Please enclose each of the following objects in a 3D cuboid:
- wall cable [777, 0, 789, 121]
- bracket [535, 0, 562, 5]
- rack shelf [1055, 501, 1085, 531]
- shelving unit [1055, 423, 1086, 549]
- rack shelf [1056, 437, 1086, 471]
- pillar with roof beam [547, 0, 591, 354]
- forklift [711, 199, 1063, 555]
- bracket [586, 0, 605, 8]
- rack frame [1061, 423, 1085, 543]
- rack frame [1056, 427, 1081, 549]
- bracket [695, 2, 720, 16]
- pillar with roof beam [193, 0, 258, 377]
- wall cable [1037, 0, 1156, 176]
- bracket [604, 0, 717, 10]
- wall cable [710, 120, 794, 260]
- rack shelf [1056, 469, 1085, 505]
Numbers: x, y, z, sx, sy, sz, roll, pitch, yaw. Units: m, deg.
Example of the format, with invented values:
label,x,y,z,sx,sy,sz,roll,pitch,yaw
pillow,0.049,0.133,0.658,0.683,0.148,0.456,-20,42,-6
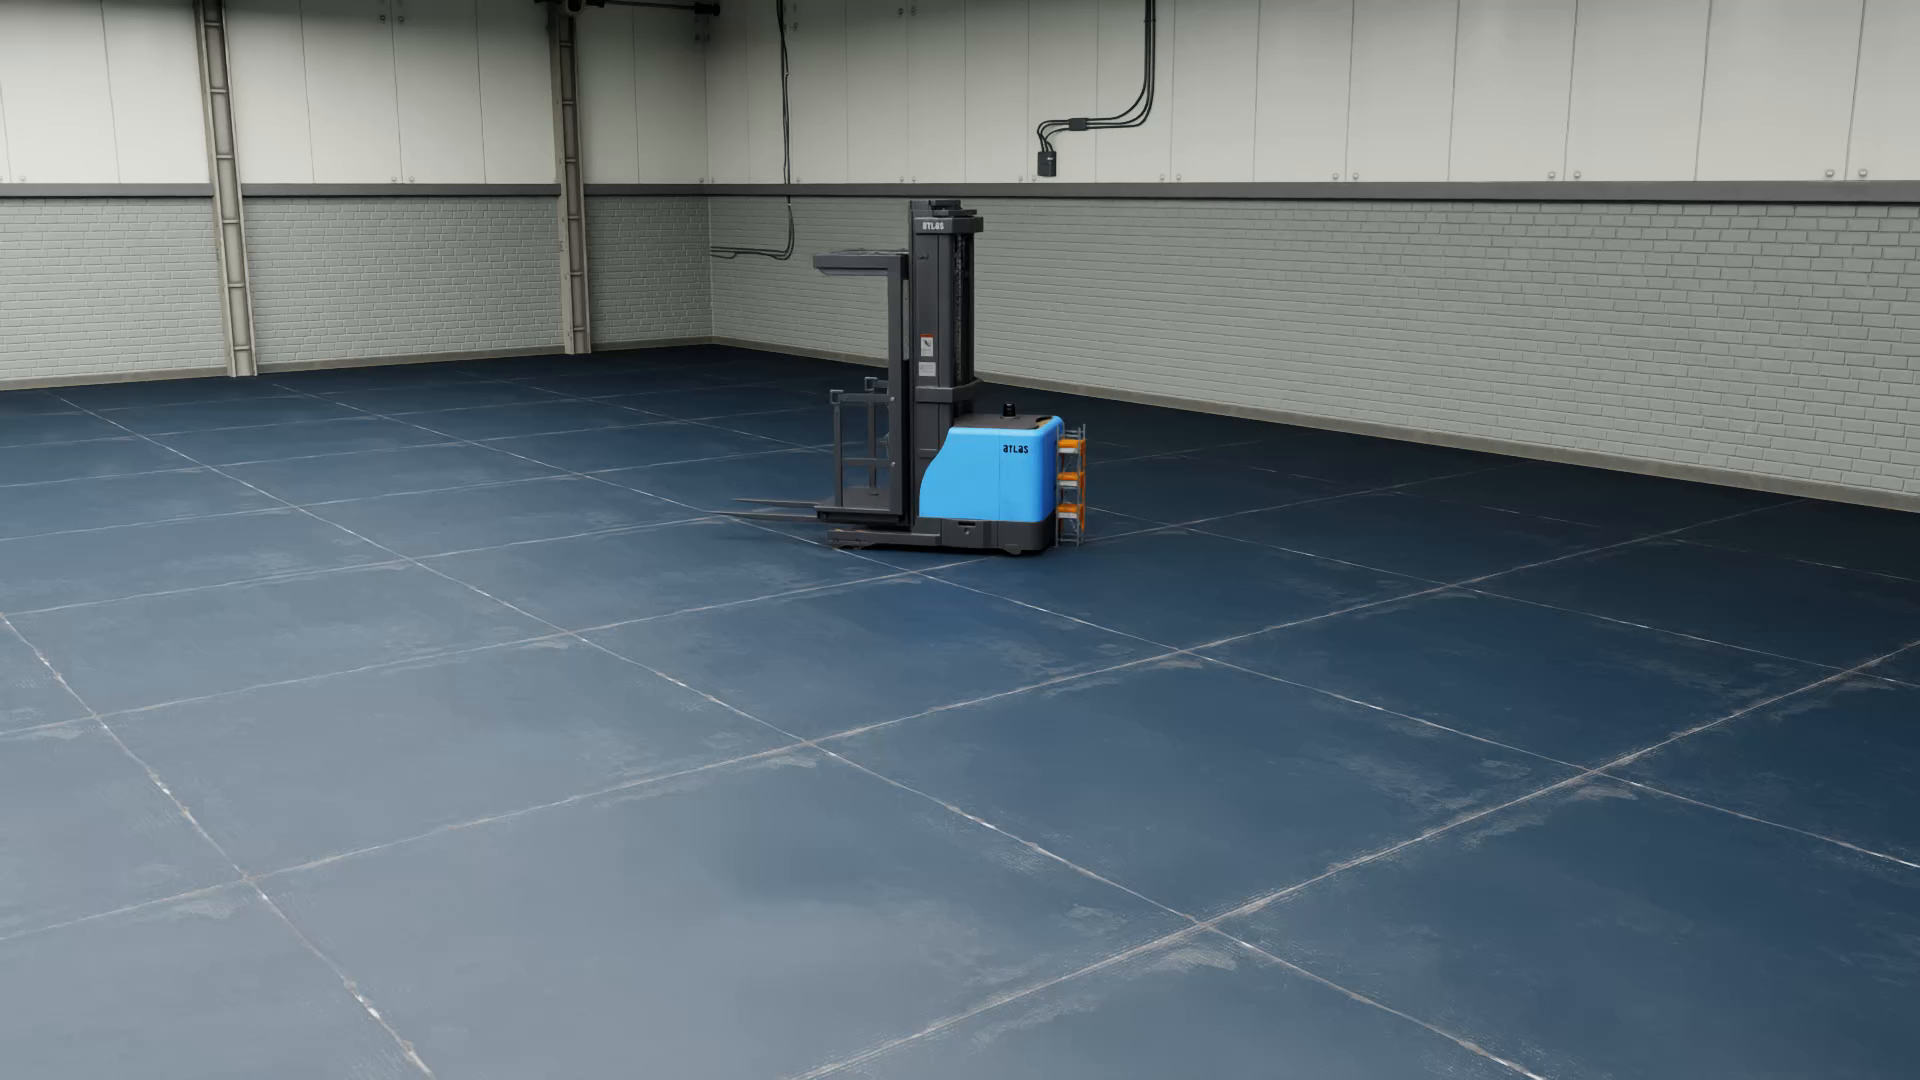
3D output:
label,x,y,z,sx,sy,sz,roll,pitch,yaw
wall cable,-2.327,-8.576,28.667,0.112,2.526,3.097,-9,15,-38
bracket,-7.246,-9.545,29.247,0.430,0.232,0.235,-9,15,-38
rack shelf,0.950,-0.186,14.366,0.215,0.259,0.240,3,12,14
shelving unit,0.951,-0.468,14.306,0.215,1.050,0.252,3,12,14
rack shelf,0.951,-0.735,14.249,0.215,0.259,0.240,3,12,14
pillar with roof beam,-4.454,-7.197,26.857,0.548,9.000,9.100,-9,15,-38
forklift,-0.660,-1.453,14.417,3.031,2.935,1.130,3,12,14
bracket,-6.598,-9.652,29.754,0.430,0.232,0.235,-9,15,-38
rack frame,0.980,-0.493,14.422,0.200,1.050,0.008,3,12,14
rack frame,0.921,-0.444,14.190,0.200,1.050,0.008,3,12,14
bracket,-4.747,-9.960,31.202,0.430,0.232,0.235,-9,15,-38
pillar with roof beam,-9.140,-6.418,23.191,0.400,9.000,9.100,-9,15,-38
wall cable,1.901,-8.185,23.322,0.169,6.003,2.305,-9,15,-38
bracket,-5.209,-9.883,30.841,3.189,0.066,0.076,-9,15,-38
wall cable,-4.017,-6.544,31.258,0.112,2.526,3.097,-9,15,-38
rack shelf,0.951,-0.458,14.308,0.215,0.259,0.240,3,12,14
